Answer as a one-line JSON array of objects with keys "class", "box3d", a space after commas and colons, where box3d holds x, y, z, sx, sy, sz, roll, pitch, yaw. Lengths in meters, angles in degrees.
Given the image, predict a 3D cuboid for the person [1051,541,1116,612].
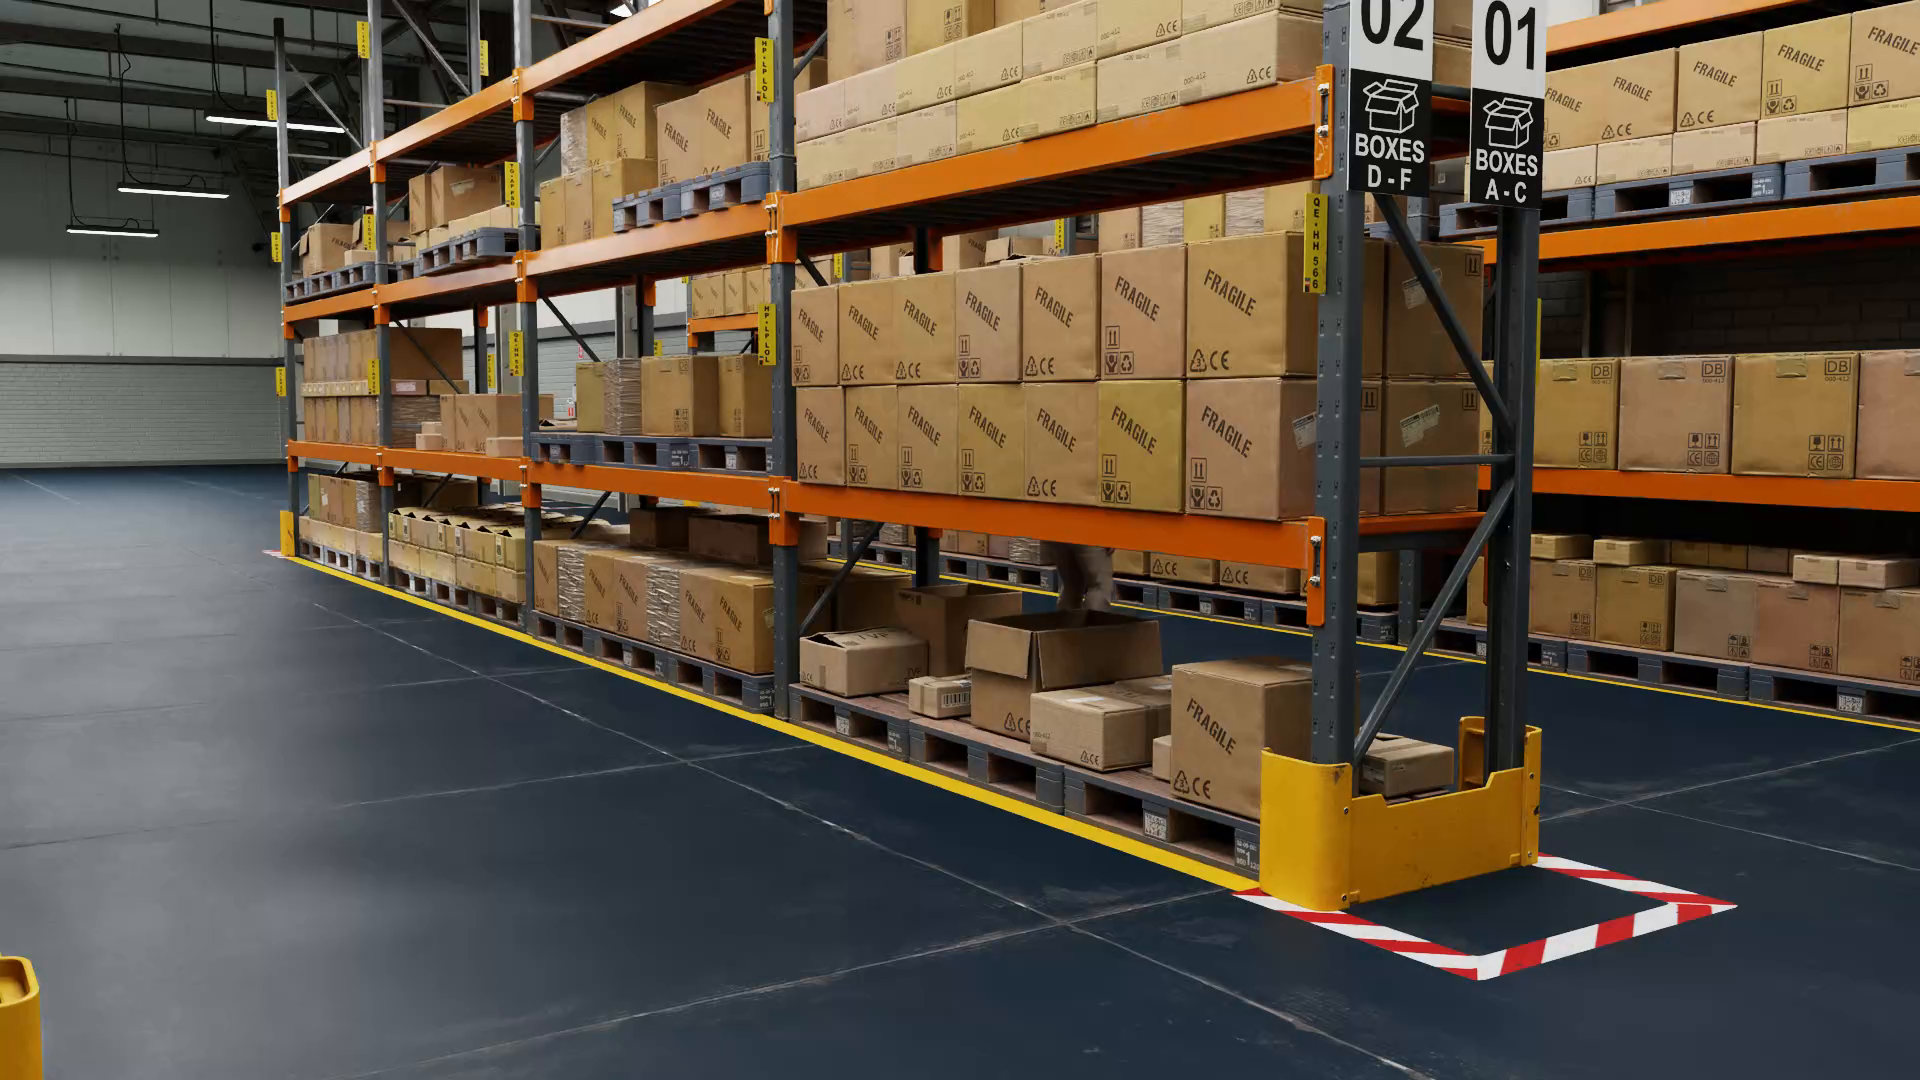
[{"class": "person", "box3d": [0.826, -0.014, 11.136, 0.389, 1.636, 0.605, -4, 6, -37]}]
